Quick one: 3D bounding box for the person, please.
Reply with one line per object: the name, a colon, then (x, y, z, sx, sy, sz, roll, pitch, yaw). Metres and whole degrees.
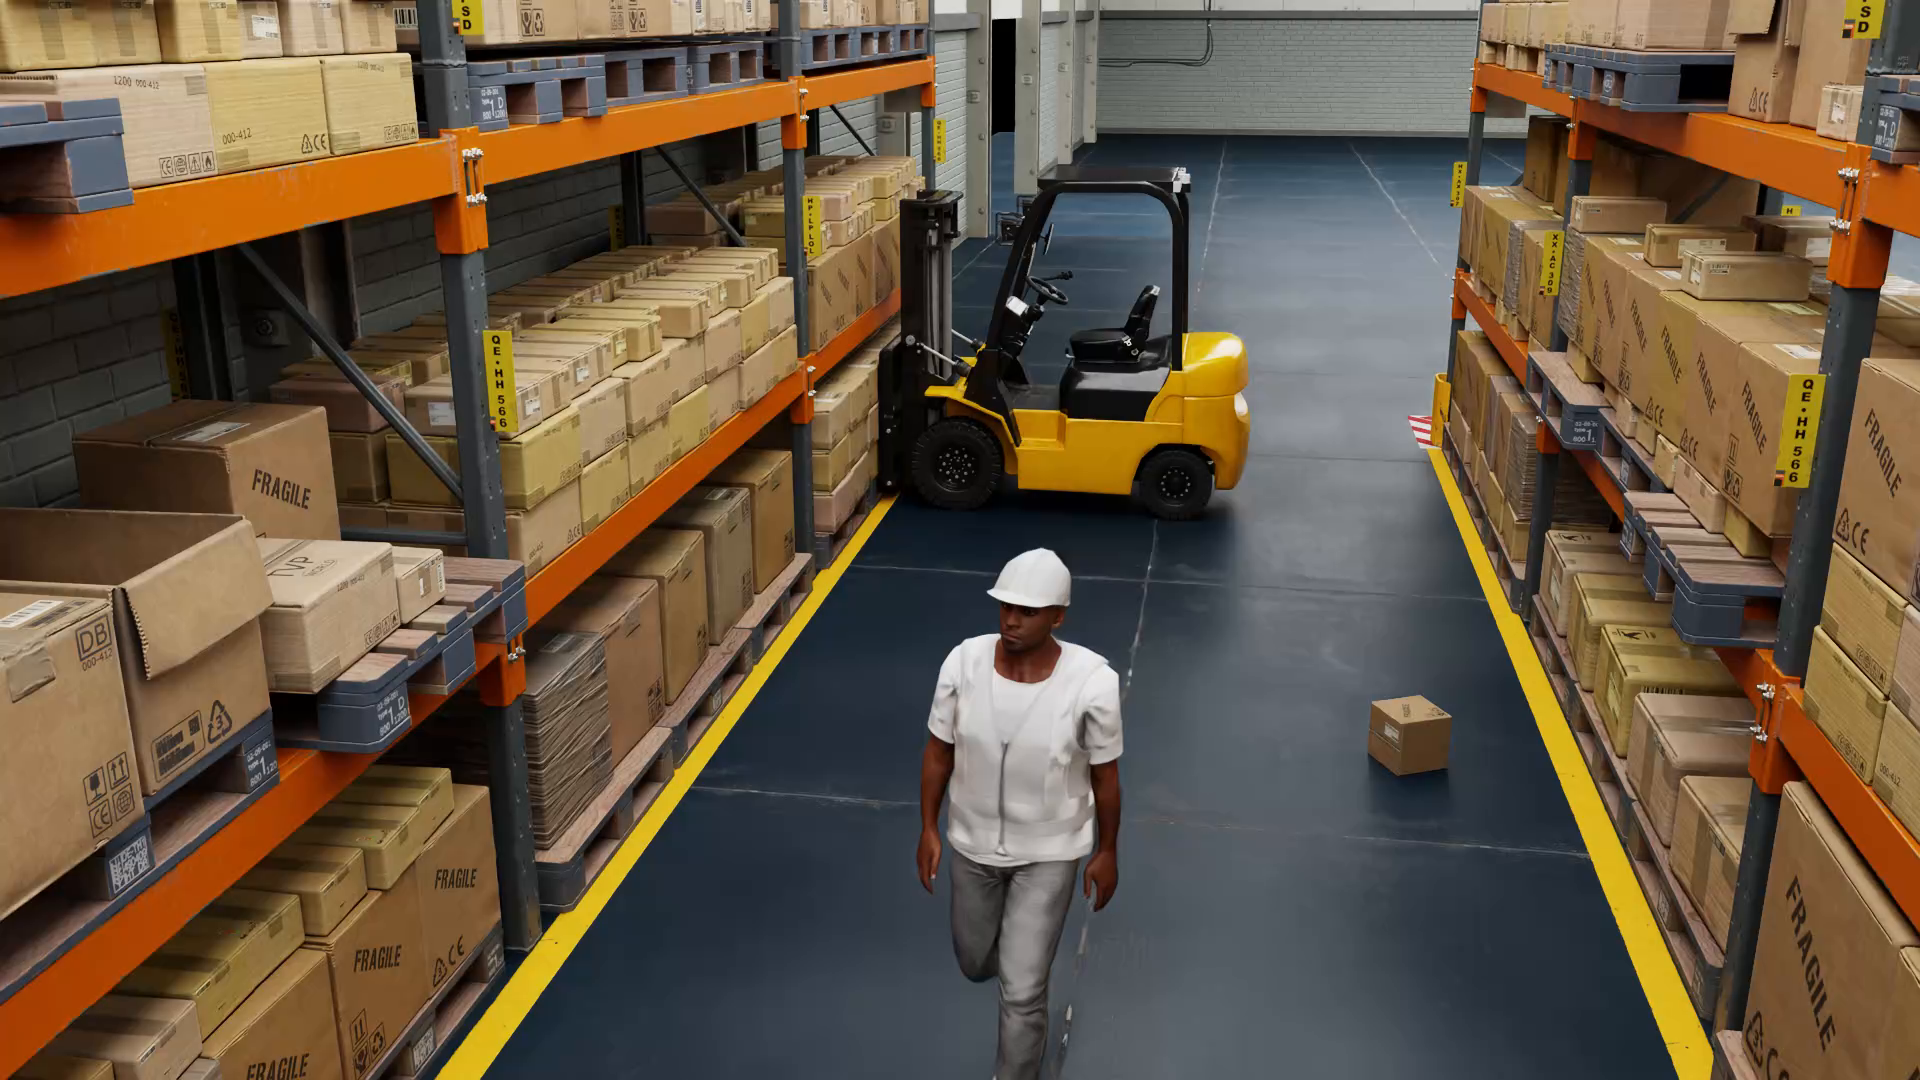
person: (0.164, 0.857, 4.817, 0.579, 1.741, 0.872, 7, 19, 21)
